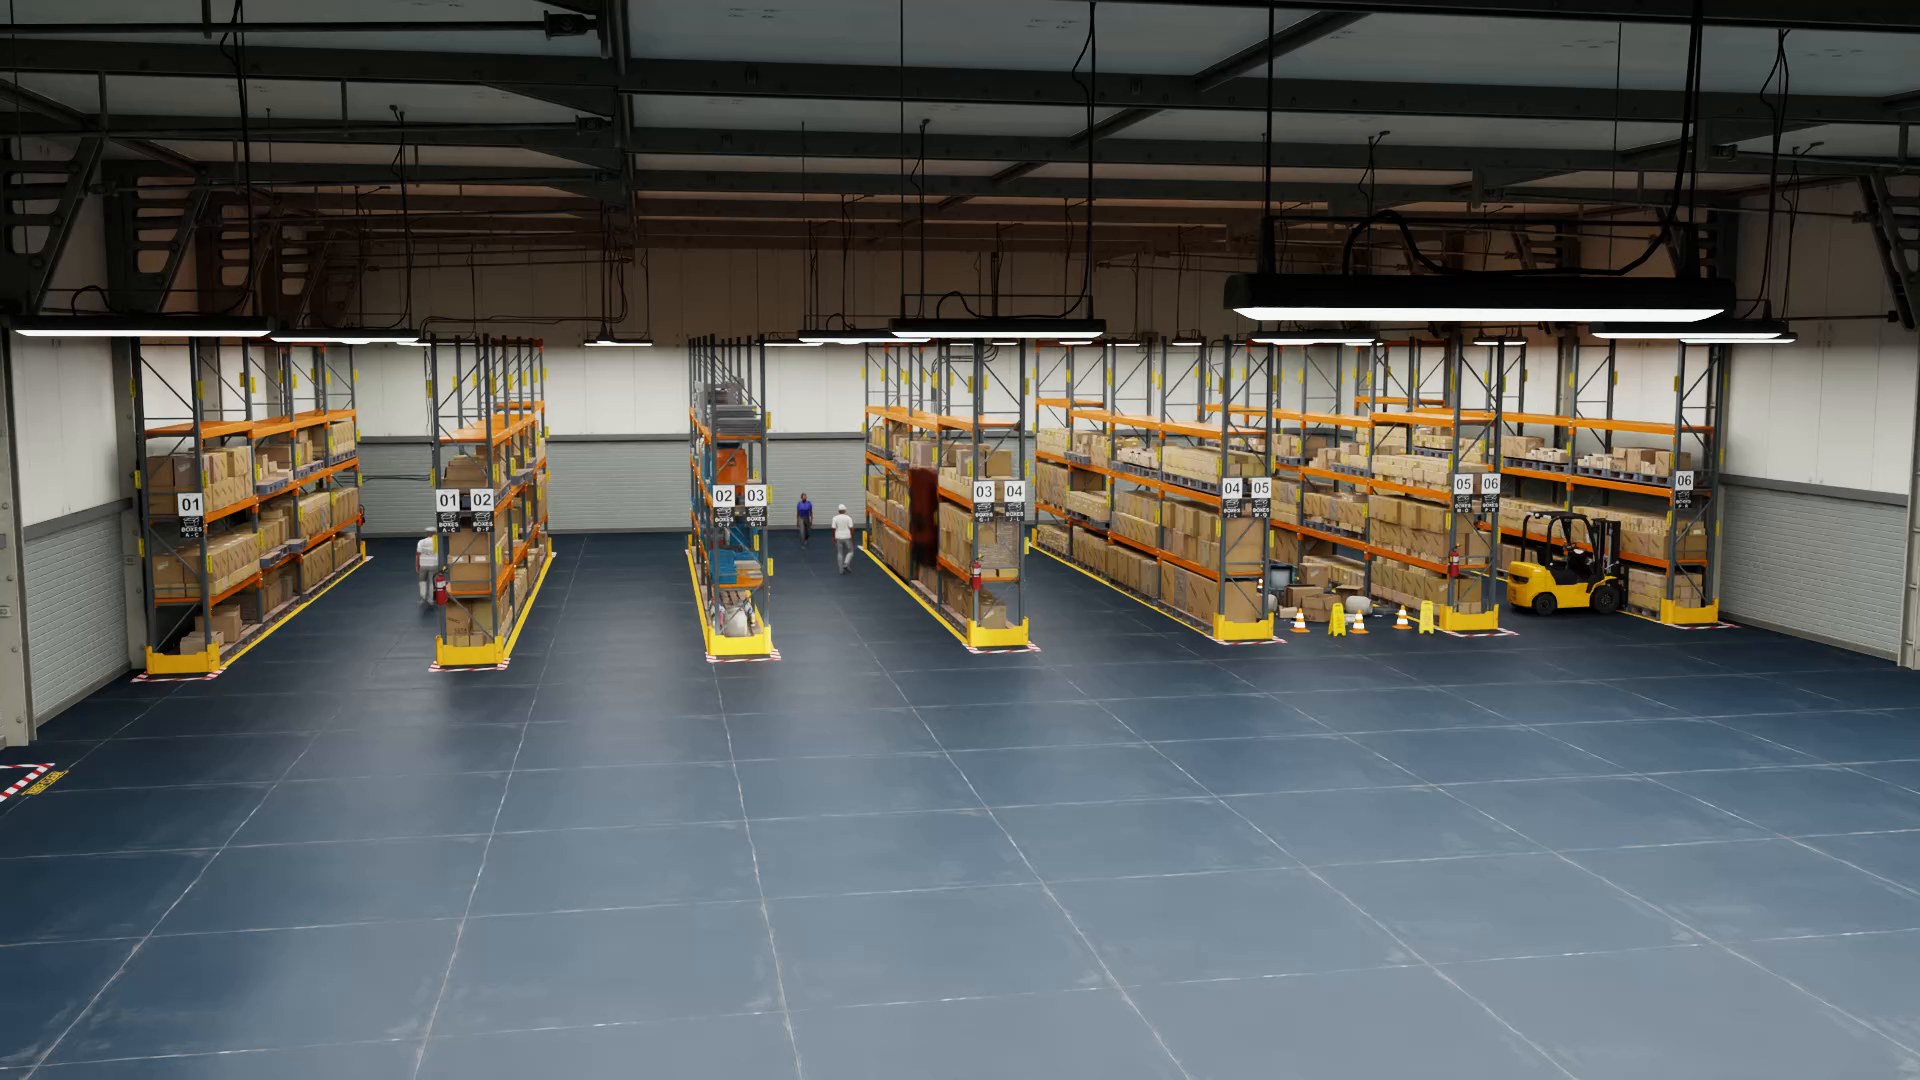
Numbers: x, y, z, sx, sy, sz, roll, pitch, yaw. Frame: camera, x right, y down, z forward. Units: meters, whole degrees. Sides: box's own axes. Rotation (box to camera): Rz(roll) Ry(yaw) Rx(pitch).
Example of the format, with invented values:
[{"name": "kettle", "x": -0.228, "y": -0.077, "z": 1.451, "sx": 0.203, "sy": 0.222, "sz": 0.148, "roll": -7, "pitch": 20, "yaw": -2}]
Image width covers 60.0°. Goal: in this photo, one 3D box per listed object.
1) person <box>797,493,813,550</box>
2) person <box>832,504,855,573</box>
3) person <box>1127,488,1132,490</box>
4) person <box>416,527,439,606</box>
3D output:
[{"name": "person", "x": -4.465, "y": -0.565, "z": 47.783, "sx": 0.454, "sy": 1.611, "sz": 0.843, "roll": -1, "pitch": 7, "yaw": -12}, {"name": "person", "x": -2.989, "y": -0.025, "z": 42.507, "sx": 0.601, "sy": 1.767, "sz": 0.527, "roll": 2, "pitch": 7, "yaw": 16}, {"name": "person", "x": 4.966, "y": -0.653, "z": 48.469, "sx": 0.357, "sy": 1.690, "sz": 0.520, "roll": 3, "pitch": 7, "yaw": 26}, {"name": "person", "x": -11.838, "y": 0.598, "z": 37.095, "sx": 0.574, "sy": 1.755, "sz": 0.484, "roll": -1, "pitch": 7, "yaw": -7}]
